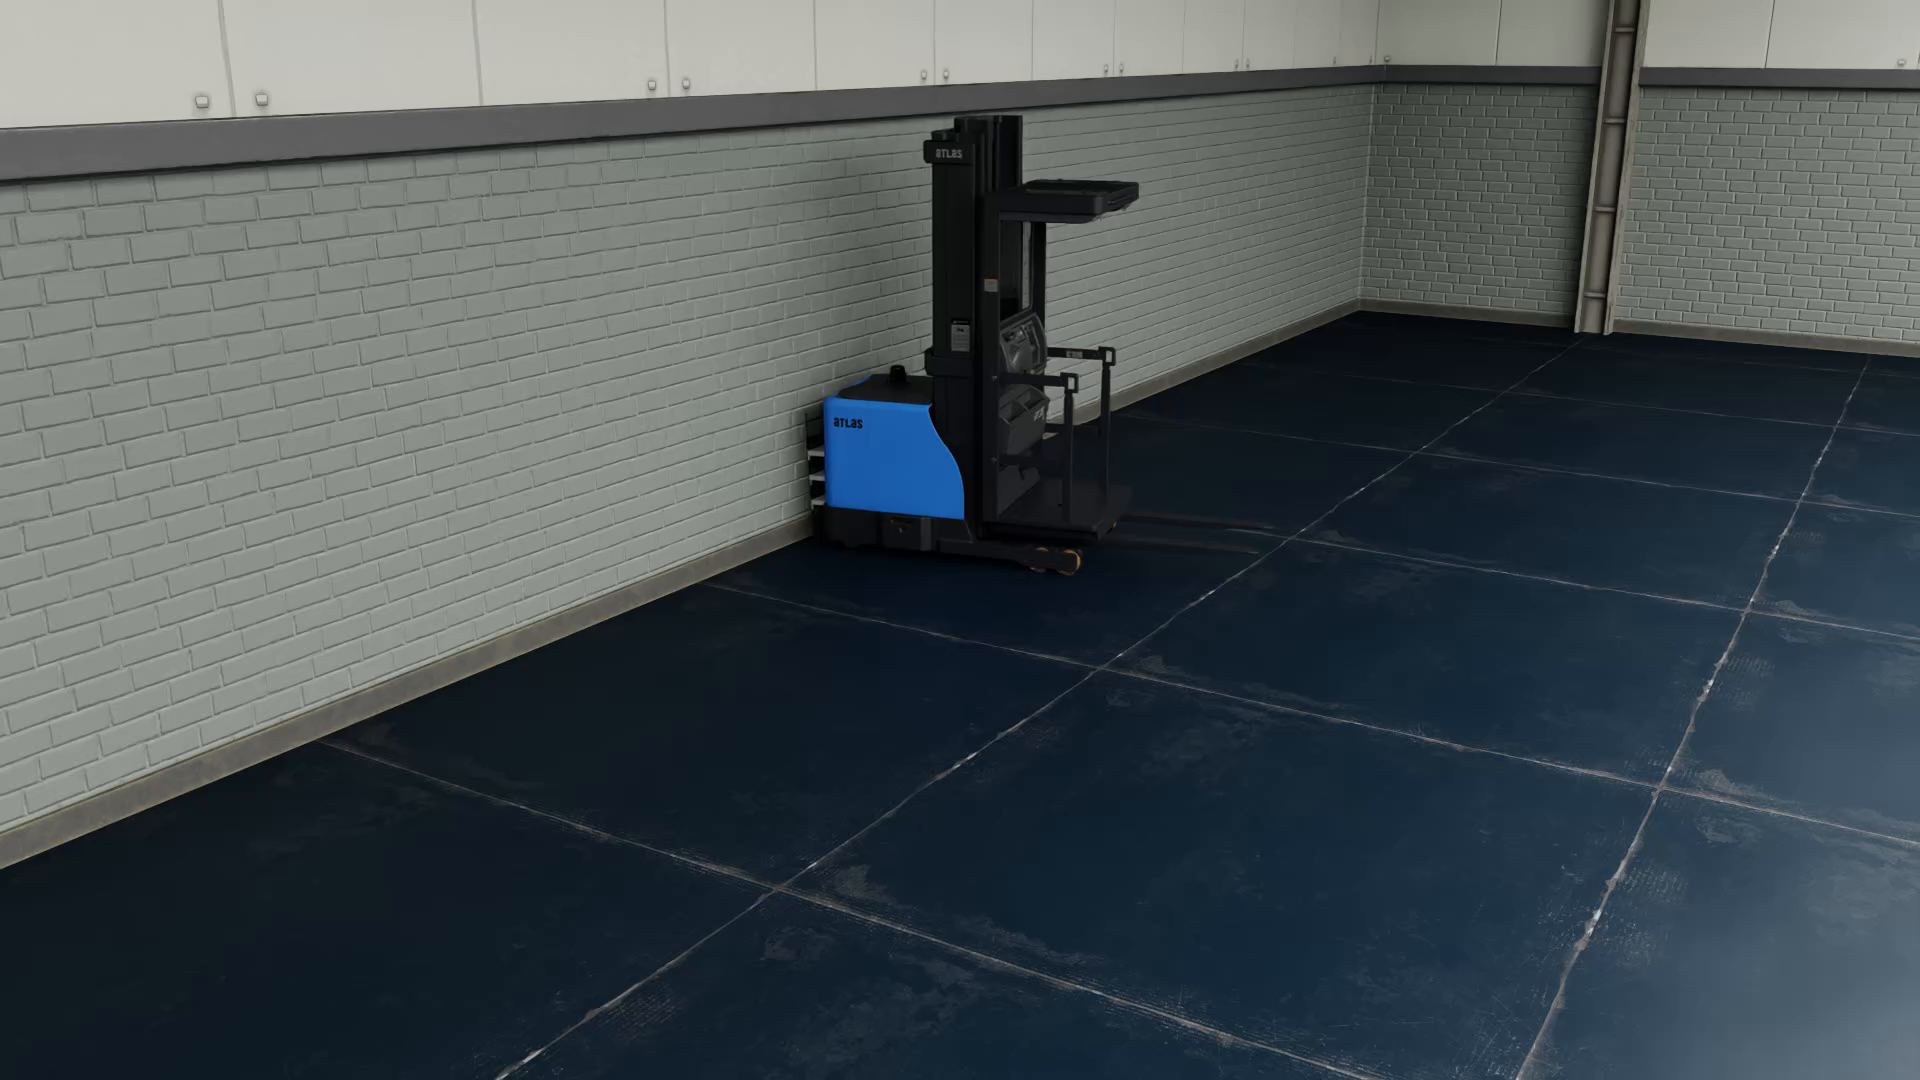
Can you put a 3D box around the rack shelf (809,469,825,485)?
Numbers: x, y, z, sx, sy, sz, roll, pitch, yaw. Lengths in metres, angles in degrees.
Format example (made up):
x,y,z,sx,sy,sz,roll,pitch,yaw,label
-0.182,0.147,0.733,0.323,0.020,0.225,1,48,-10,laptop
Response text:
x,y,z,sx,sy,sz,roll,pitch,yaw,label
-0.927,-0.451,11.925,0.200,0.077,0.258,6,18,29,rack shelf

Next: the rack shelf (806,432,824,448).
x,y,z,sx,sy,sz,roll,pitch,yaw,label
-0.940,-0.711,11.851,0.200,0.077,0.258,6,18,29,rack shelf

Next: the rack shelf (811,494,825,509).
x,y,z,sx,sy,sz,roll,pitch,yaw,label
-0.918,-0.279,11.975,0.200,0.077,0.258,6,18,29,rack shelf

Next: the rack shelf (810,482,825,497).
x,y,z,sx,sy,sz,roll,pitch,yaw,label
-0.923,-0.365,11.950,0.200,0.077,0.258,6,18,29,rack shelf

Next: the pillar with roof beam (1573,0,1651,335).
x,y,z,sx,sy,sz,roll,pitch,yaw,label
5.446,-5.772,15.402,0.400,9.000,9.100,10,20,30,pillar with roof beam

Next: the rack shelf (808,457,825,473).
x,y,z,sx,sy,sz,roll,pitch,yaw,label
-0.931,-0.538,11.900,0.200,0.077,0.258,6,18,29,rack shelf

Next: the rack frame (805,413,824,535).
x,y,z,sx,sy,sz,roll,pitch,yaw,label
-1.017,-0.493,11.965,0.006,0.900,0.240,6,18,29,rack frame

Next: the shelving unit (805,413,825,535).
x,y,z,sx,sy,sz,roll,pitch,yaw,label
-0.928,-0.483,11.916,0.210,0.900,0.258,6,18,29,shelving unit

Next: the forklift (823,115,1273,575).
x,y,z,sx,sy,sz,roll,pitch,yaw,label
0.617,-1.341,11.251,3.031,2.935,1.130,6,18,18,forklift

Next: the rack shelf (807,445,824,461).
x,y,z,sx,sy,sz,roll,pitch,yaw,label
-0.935,-0.624,11.875,0.200,0.077,0.258,6,18,29,rack shelf
